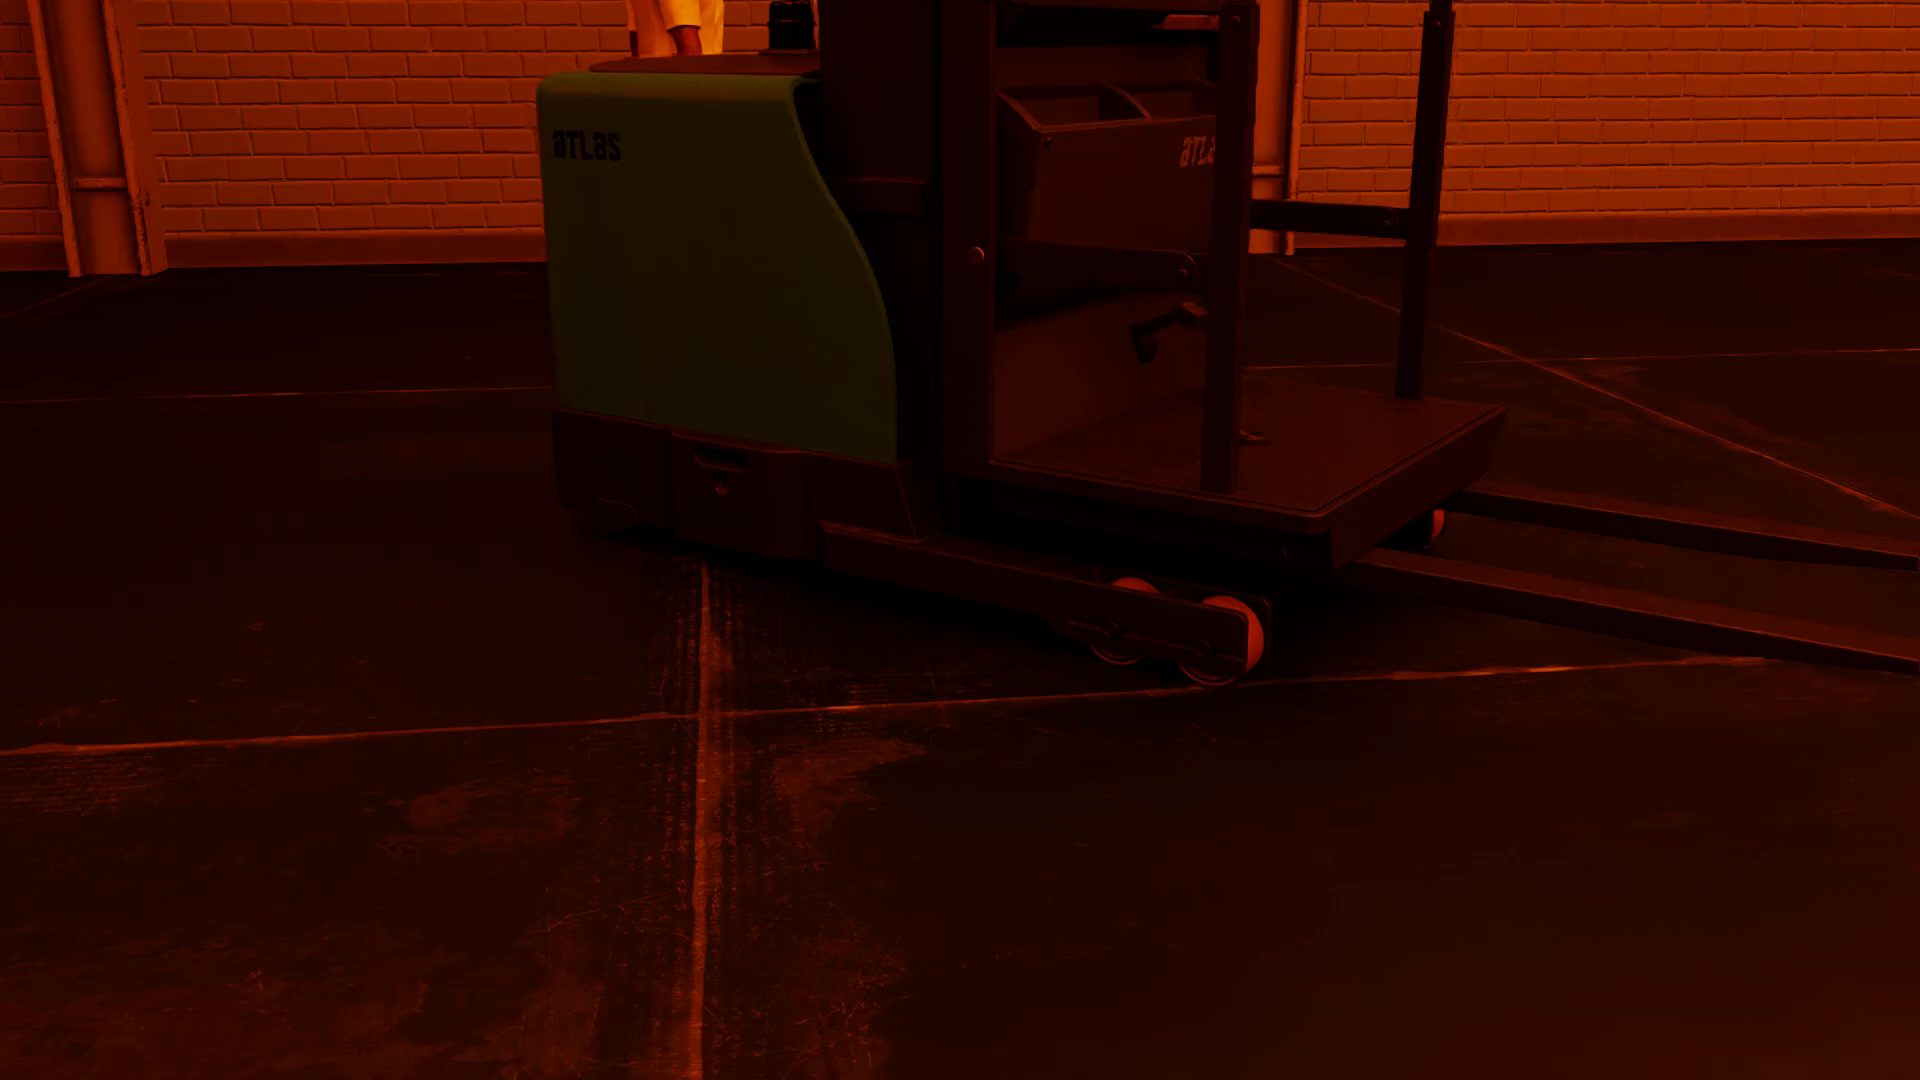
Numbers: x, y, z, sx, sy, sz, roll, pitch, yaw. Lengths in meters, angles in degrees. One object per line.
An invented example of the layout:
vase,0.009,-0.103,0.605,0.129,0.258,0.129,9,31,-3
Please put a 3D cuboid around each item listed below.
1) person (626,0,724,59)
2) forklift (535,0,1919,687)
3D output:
person,-1.092,-1.726,6.633,0.379,1.771,0.594,-9,19,-28
forklift,0.526,-1.307,3.222,3.031,2.935,1.130,11,20,33
